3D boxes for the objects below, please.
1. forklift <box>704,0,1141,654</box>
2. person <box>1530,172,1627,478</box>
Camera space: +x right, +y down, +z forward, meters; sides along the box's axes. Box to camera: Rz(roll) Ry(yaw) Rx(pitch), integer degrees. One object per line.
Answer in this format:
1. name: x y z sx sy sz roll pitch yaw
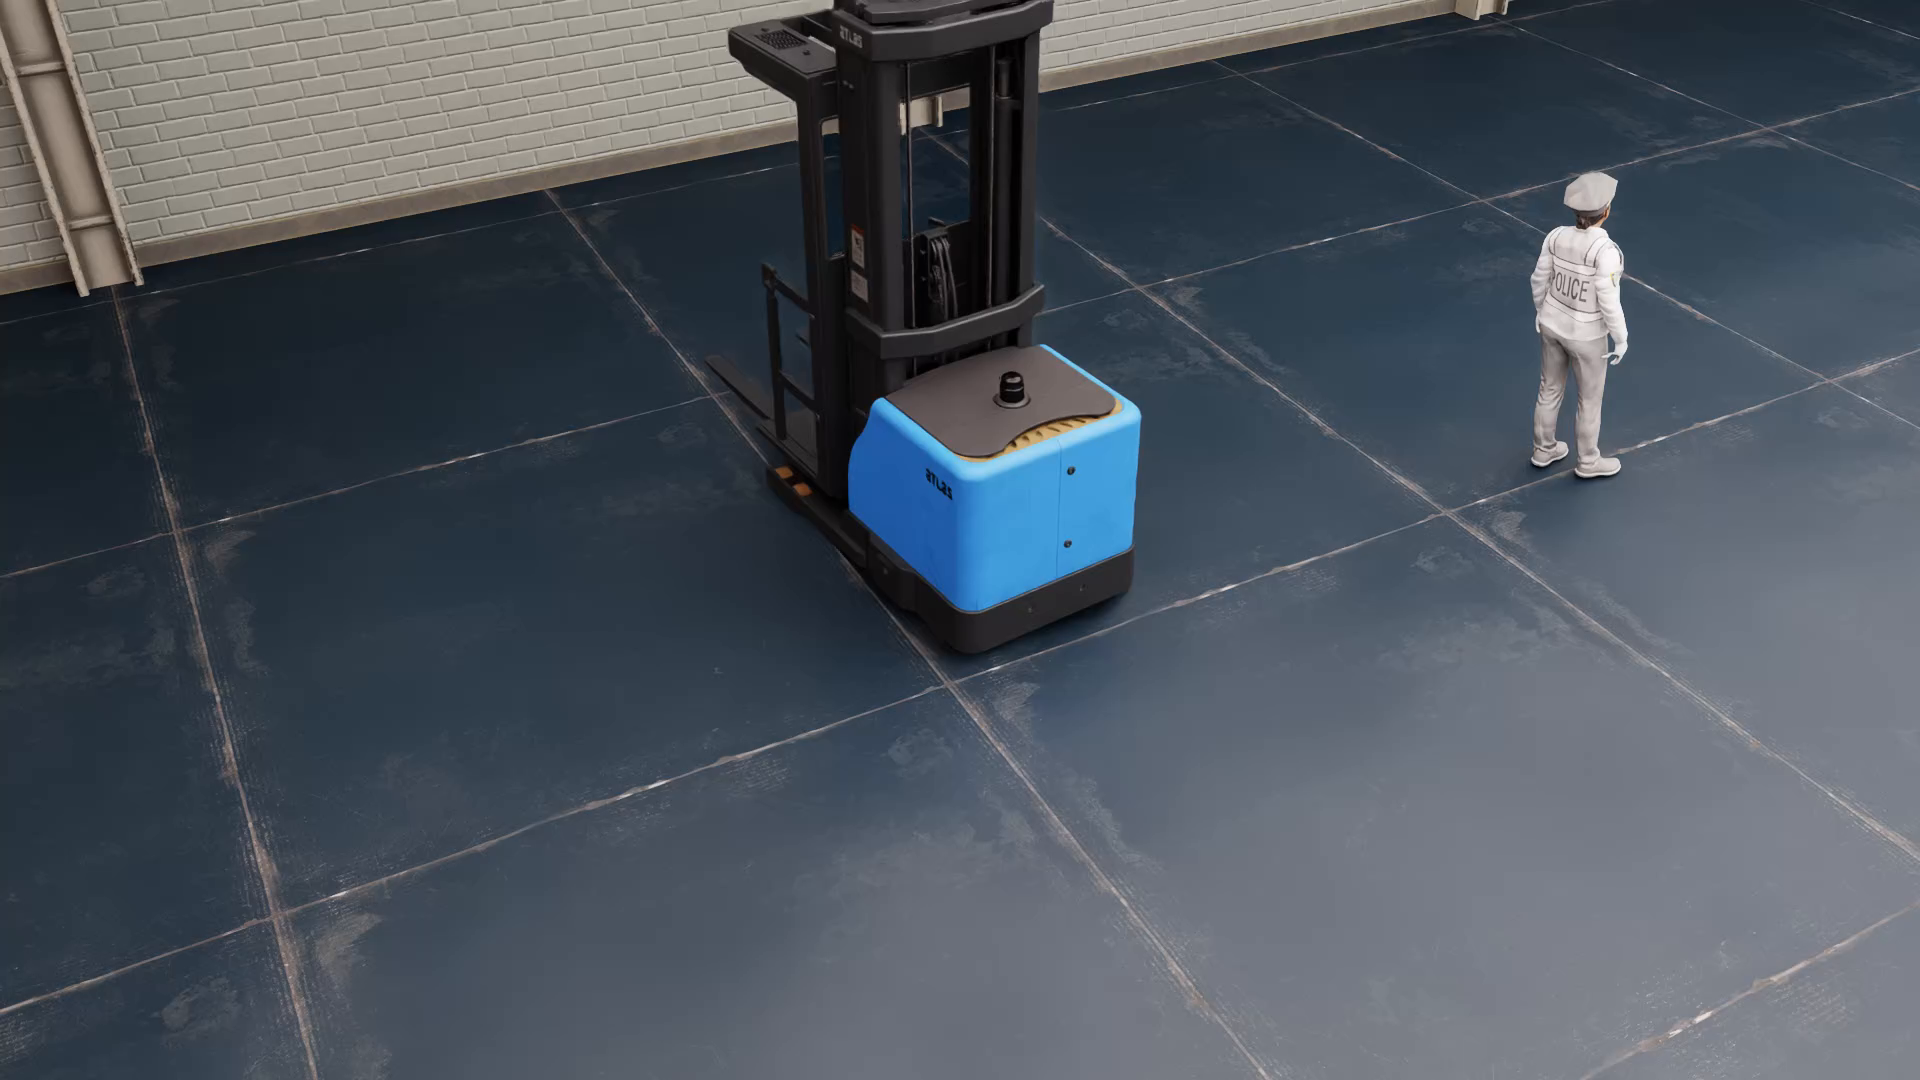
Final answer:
1. forklift: -0.386 -1.475 8.210 1.130 2.935 3.031 -21 40 -27
2. person: 3.294 -1.133 8.785 0.531 1.694 0.587 -21 40 -27
